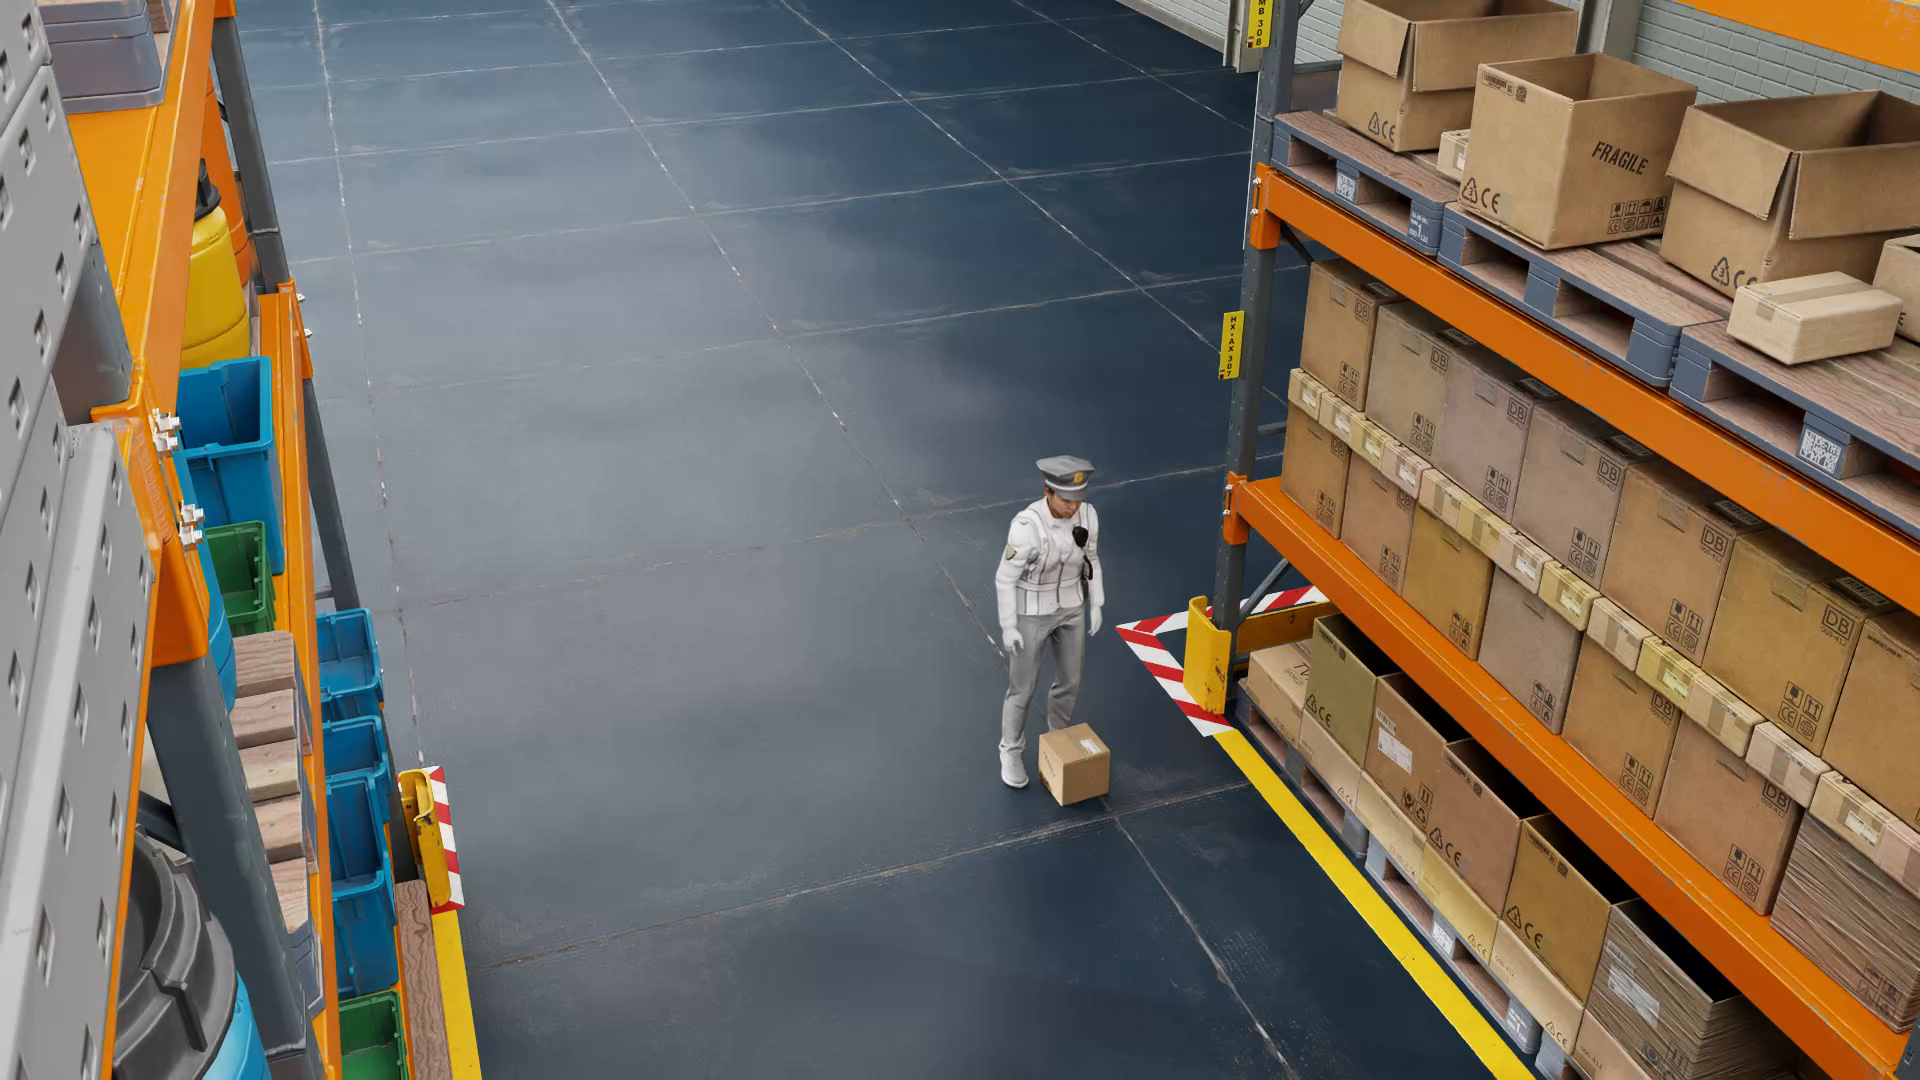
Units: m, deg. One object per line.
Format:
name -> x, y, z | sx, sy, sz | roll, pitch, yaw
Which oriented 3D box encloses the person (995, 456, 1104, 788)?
person -> 0.423, 0.351, 7.726 | 0.540, 1.663, 0.375 | -13, 32, -21
